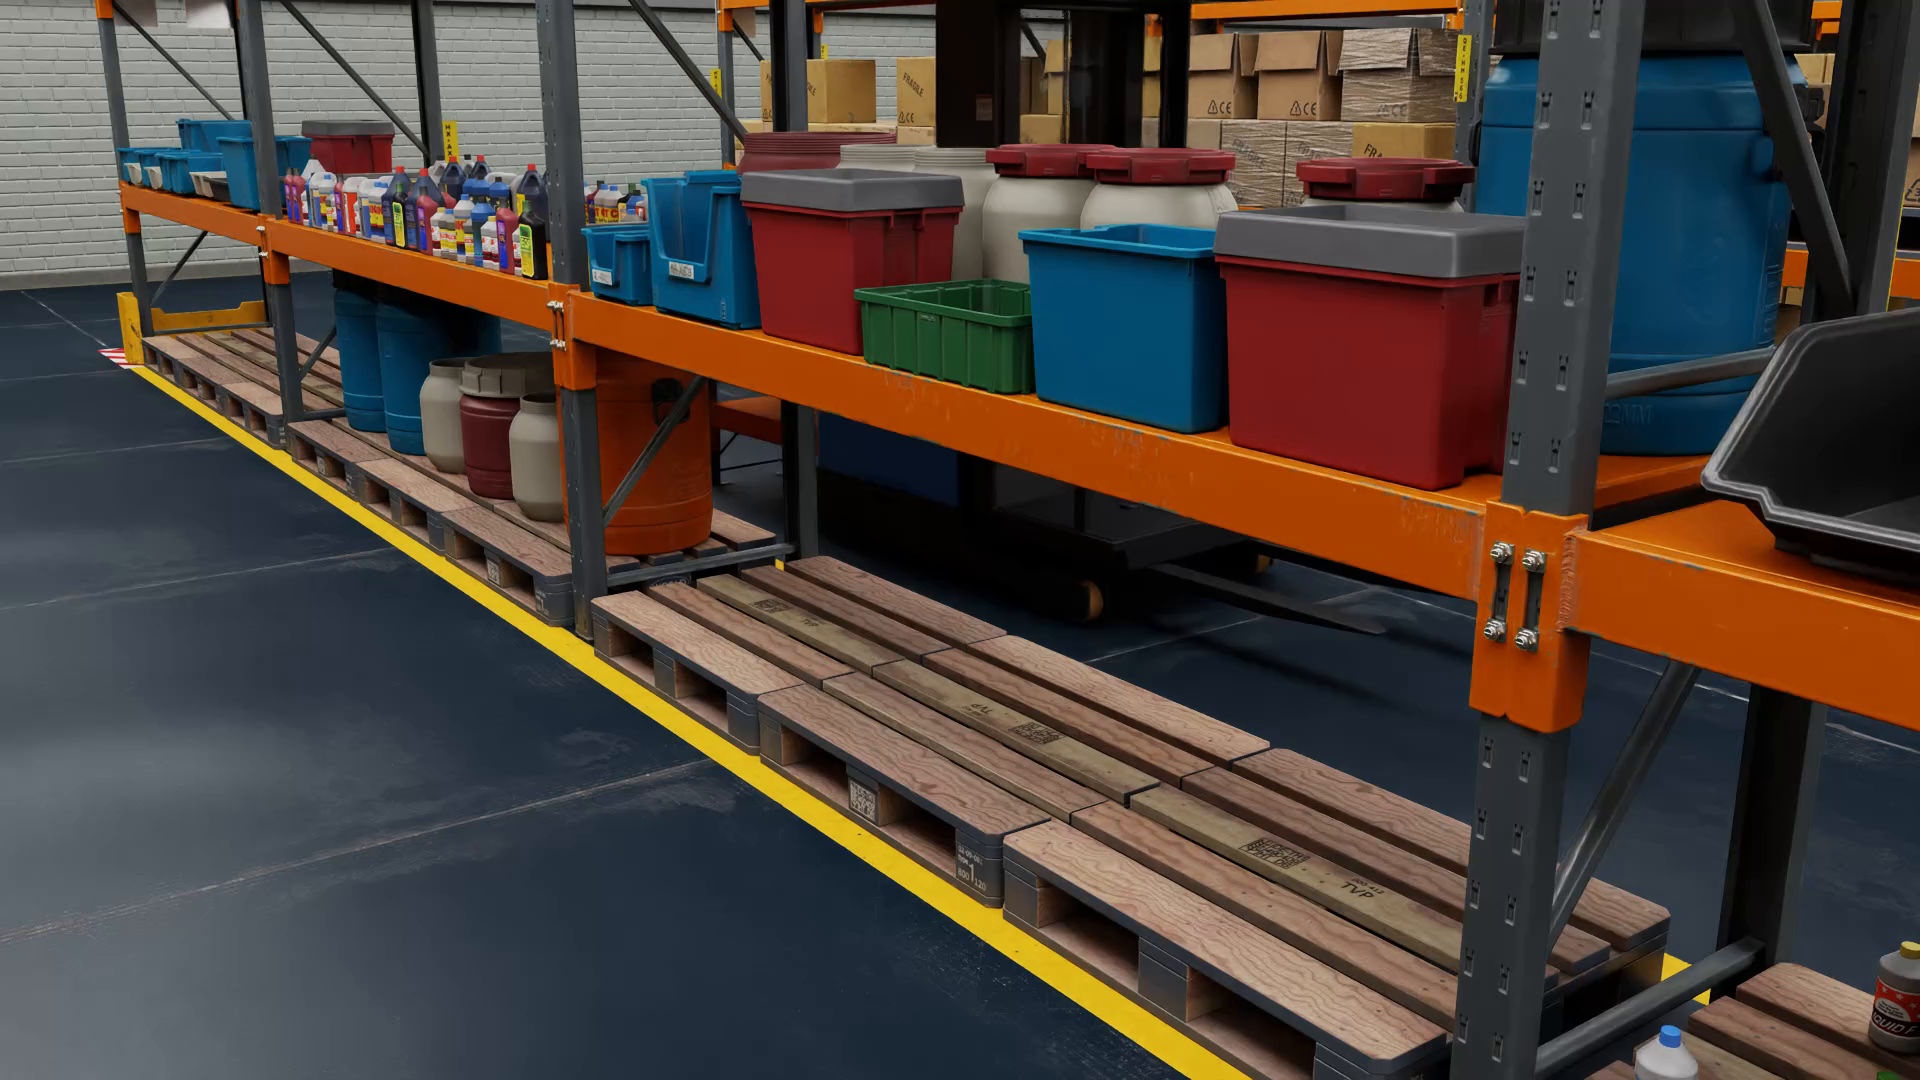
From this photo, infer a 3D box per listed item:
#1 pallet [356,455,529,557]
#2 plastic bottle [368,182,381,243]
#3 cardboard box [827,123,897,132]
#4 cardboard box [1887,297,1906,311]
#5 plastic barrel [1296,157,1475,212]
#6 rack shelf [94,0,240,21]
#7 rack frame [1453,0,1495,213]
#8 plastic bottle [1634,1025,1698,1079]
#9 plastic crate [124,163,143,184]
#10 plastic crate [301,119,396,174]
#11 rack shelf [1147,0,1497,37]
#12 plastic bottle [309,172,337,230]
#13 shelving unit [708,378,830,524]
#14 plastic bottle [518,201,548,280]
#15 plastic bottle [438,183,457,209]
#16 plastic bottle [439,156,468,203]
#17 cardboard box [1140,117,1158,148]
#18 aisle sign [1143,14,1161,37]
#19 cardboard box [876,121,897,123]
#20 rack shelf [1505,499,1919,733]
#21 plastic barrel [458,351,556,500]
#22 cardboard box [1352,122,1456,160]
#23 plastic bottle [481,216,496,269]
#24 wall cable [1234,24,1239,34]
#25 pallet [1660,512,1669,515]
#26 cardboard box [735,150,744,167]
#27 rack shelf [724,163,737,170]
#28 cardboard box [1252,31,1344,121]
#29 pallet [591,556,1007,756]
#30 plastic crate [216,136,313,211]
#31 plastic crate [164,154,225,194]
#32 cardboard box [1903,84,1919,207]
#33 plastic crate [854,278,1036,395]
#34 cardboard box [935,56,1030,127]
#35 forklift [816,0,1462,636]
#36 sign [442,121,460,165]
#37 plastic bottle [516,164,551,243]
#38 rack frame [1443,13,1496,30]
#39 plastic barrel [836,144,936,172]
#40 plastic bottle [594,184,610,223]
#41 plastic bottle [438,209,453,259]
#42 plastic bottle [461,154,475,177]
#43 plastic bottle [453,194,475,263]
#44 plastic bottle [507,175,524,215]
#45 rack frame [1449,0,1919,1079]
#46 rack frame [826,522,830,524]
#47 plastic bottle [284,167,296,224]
[{"bbox_3d":[-2.218,-0.229,8.014,1.003,0.211,1.213,-11,19,-35],"label":"pallet"},{"bbox_3d":[-2.669,-1.510,7.654,0.097,0.271,0.097,0,15,0],"label":"plastic bottle"},{"bbox_3d":[-0.727,-3.227,13.407,0.500,0.250,0.500,-11,19,-36],"label":"cardboard box"},{"bbox_3d":[6.860,-1.857,12.617,0.500,0.500,0.500,-12,19,-37],"label":"cardboard box"},{"bbox_3d":[0.959,-0.602,3.835,0.433,0.535,0.433,0,15,0],"label":"plastic barrel"},{"bbox_3d":[-4.536,-3.533,10.483,1.077,0.370,4.000,-11,19,-35],"label":"rack shelf"},{"bbox_3d":[2.998,-1.921,8.912,1.000,3.000,0.127,-11,19,-35],"label":"rack frame"},{"bbox_3d":[1.177,0.942,2.787,0.097,0.271,0.097,0,15,0],"label":"plastic bottle"},{"bbox_3d":[-5.711,-2.577,11.695,0.250,0.136,0.298,-11,19,-35],"label":"plastic crate"},{"bbox_3d":[-3.682,-2.296,10.046,0.402,0.464,0.583,-11,19,-35],"label":"plastic crate"},{"bbox_3d":[3.542,-5.050,16.026,1.077,0.370,4.000,-11,19,-35],"label":"rack shelf"},{"bbox_3d":[-3.181,-1.710,8.378,0.152,0.276,0.135,-11,19,-35],"label":"plastic bottle"},{"bbox_3d":[-0.762,-0.763,8.232,0.538,1.125,1.048,-13,20,-39],"label":"shelving unit"},{"bbox_3d":[-1.591,-1.116,6.192,0.061,0.283,0.133,-11,19,-35],"label":"plastic bottle"},{"bbox_3d":[-2.255,-1.422,7.310,0.061,0.283,0.133,-11,19,-35],"label":"plastic bottle"},{"bbox_3d":[-2.563,-1.775,8.473,0.144,0.351,0.185,-11,19,-35],"label":"plastic bottle"},{"bbox_3d":[1.305,-2.472,10.737,0.500,0.500,0.500,-11,19,-36],"label":"cardboard box"},{"bbox_3d":[2.081,-5.600,17.431,0.394,0.787,0.004,-11,19,-35],"label":"aisle sign"},{"bbox_3d":[-0.608,-3.421,14.114,0.500,0.250,0.500,-12,19,-36],"label":"cardboard box"},{"bbox_3d":[2.520,0.476,1.517,1.077,0.370,4.000,-11,19,-35],"label":"rack shelf"},{"bbox_3d":[-1.973,-0.534,7.619,0.600,0.588,0.708,-11,19,-35],"label":"plastic barrel"},{"bbox_3d":[2.508,-2.036,9.143,0.500,0.500,0.500,-10,18,-33],"label":"cardboard box"},{"bbox_3d":[-1.837,-1.174,6.559,0.097,0.201,0.097,0,15,0],"label":"plastic bottle"},{"bbox_3d":[4.117,-7.080,25.839,0.588,1.984,0.122,-11,19,-35],"label":"wall cable"},{"bbox_3d":[3.457,-0.409,8.670,1.003,0.211,1.213,-11,19,-35],"label":"pallet"},{"bbox_3d":[-1.764,-3.381,14.723,0.380,0.149,0.250,-11,19,-34],"label":"cardboard box"},{"bbox_3d":[-0.529,-2.855,13.688,1.077,0.370,4.000,-11,19,-35],"label":"rack shelf"},{"bbox_3d":[2.201,-2.751,9.856,0.797,0.503,0.637,-10,18,-33],"label":"cardboard box"},{"bbox_3d":[-0.584,0.364,5.845,1.003,0.211,1.213,-11,19,-35],"label":"pallet"},{"bbox_3d":[-3.910,-2.074,9.389,0.392,0.384,0.575,-11,19,-35],"label":"plastic crate"},{"bbox_3d":[-4.882,-2.359,10.718,0.416,0.233,0.300,-11,19,-35],"label":"plastic crate"},{"bbox_3d":[4.256,-1.675,7.022,0.797,0.503,0.637,-9,18,-29],"label":"cardboard box"},{"bbox_3d":[0.092,-0.524,4.209,0.450,0.188,0.662,-11,19,-35],"label":"plastic crate"},{"bbox_3d":[0.160,-3.264,12.121,0.500,0.500,0.500,-10,18,-33],"label":"cardboard box"},{"bbox_3d":[0.671,-1.244,6.569,1.130,2.935,3.031,-13,20,-39],"label":"forklift"},{"bbox_3d":[-2.914,-2.225,9.498,0.100,0.325,0.005,-11,19,-35],"label":"sign"},{"bbox_3d":[-1.951,-1.549,7.648,0.144,0.351,0.185,-11,19,-35],"label":"plastic bottle"},{"bbox_3d":[6.311,-5.167,20.774,1.000,3.000,0.127,-11,19,-35],"label":"rack frame"},{"bbox_3d":[-0.230,-1.019,5.407,0.421,0.512,0.421,0,15,0],"label":"plastic barrel"},{"bbox_3d":[-1.590,-1.459,7.468,0.097,0.271,0.097,0,15,0],"label":"plastic bottle"},{"bbox_3d":[-2.123,-1.278,6.939,0.097,0.201,0.097,0,15,0],"label":"plastic bottle"},{"bbox_3d":[-2.555,-1.837,8.699,0.144,0.351,0.185,-11,19,-35],"label":"plastic bottle"},{"bbox_3d":[-2.009,-1.270,6.778,0.097,0.271,0.097,0,15,0],"label":"plastic bottle"},{"bbox_3d":[-2.140,-1.648,8.152,0.152,0.276,0.135,-11,19,-35],"label":"plastic bottle"},{"bbox_3d":[1.344,-0.298,2.982,1.000,3.000,0.127,-11,19,-35],"label":"rack frame"},{"bbox_3d":[-0.432,-0.661,7.859,0.500,1.125,0.032,-13,20,-39],"label":"rack frame"},{"bbox_3d":[-3.489,-1.805,8.711,0.061,0.283,0.133,-11,19,-35],"label":"plastic bottle"}]
